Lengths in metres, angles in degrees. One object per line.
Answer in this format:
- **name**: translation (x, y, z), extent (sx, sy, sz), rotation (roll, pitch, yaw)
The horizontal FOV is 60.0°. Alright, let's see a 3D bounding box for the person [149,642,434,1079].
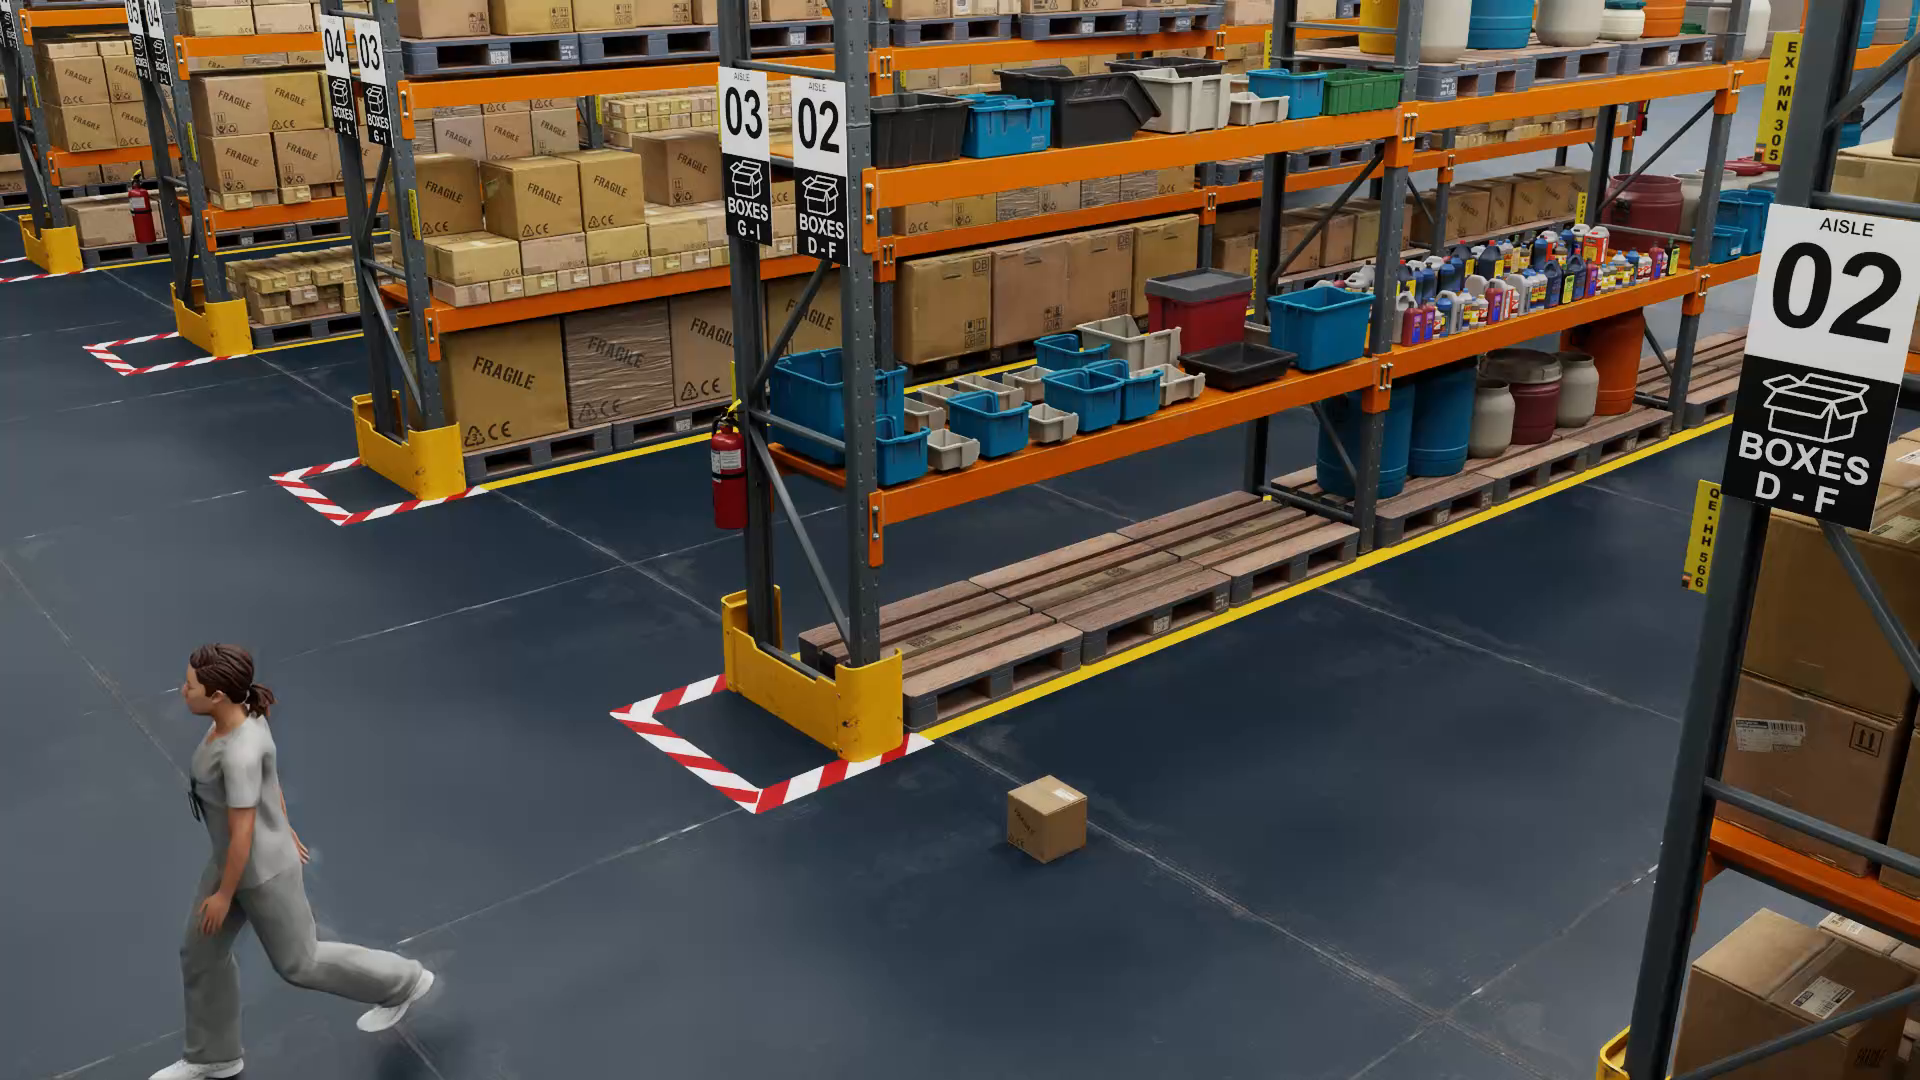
- **person**: translation (-2.394, 1.100, 5.730), extent (0.975, 1.628, 0.459), rotation (-12, 24, -29)
